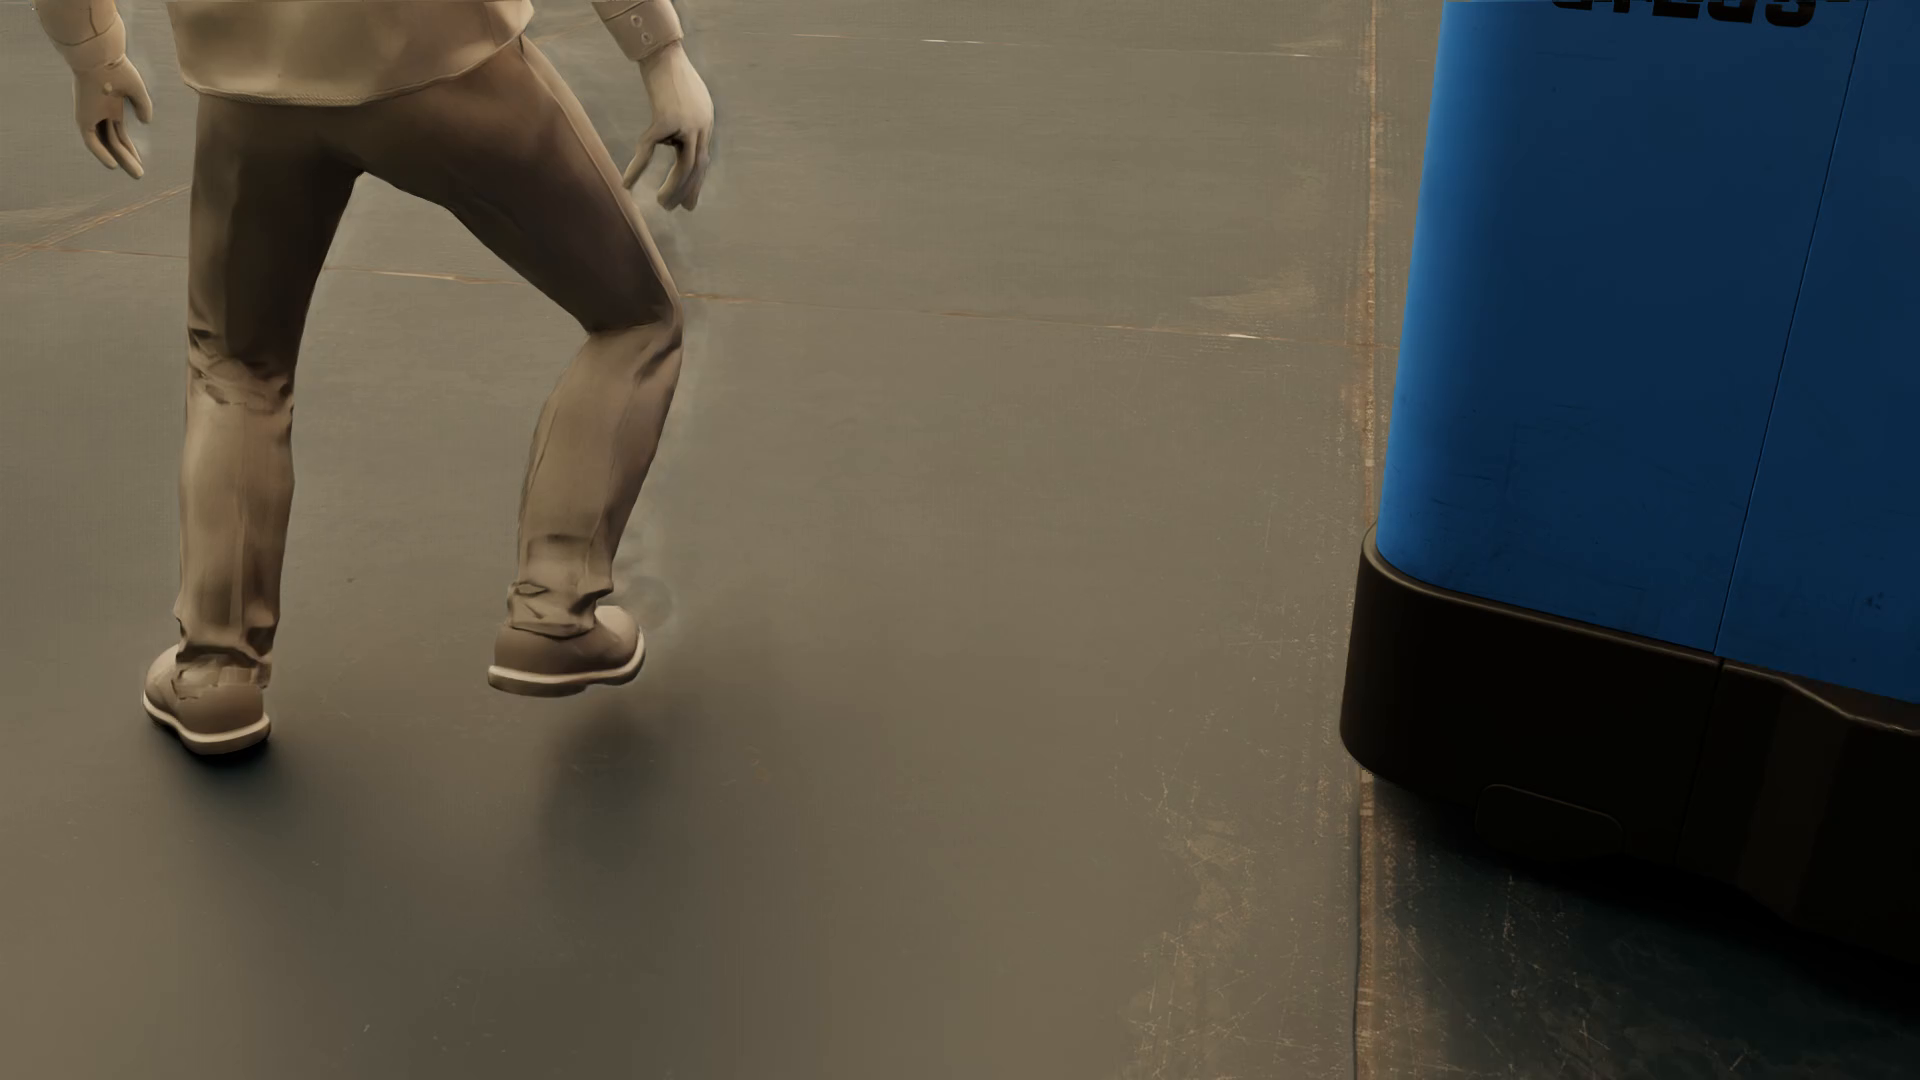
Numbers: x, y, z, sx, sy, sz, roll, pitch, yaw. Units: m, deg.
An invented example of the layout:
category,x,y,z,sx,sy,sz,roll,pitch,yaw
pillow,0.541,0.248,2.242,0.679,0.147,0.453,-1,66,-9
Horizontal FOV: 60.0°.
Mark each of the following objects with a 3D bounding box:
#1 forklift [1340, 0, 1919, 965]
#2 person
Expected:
category,x,y,z,sx,sy,sz,roll,pitch,yaw
forklift,1.966,-0.858,0.947,3.031,2.935,1.130,15,30,27
person,-0.640,-0.509,1.783,0.828,1.582,0.479,6,27,12
